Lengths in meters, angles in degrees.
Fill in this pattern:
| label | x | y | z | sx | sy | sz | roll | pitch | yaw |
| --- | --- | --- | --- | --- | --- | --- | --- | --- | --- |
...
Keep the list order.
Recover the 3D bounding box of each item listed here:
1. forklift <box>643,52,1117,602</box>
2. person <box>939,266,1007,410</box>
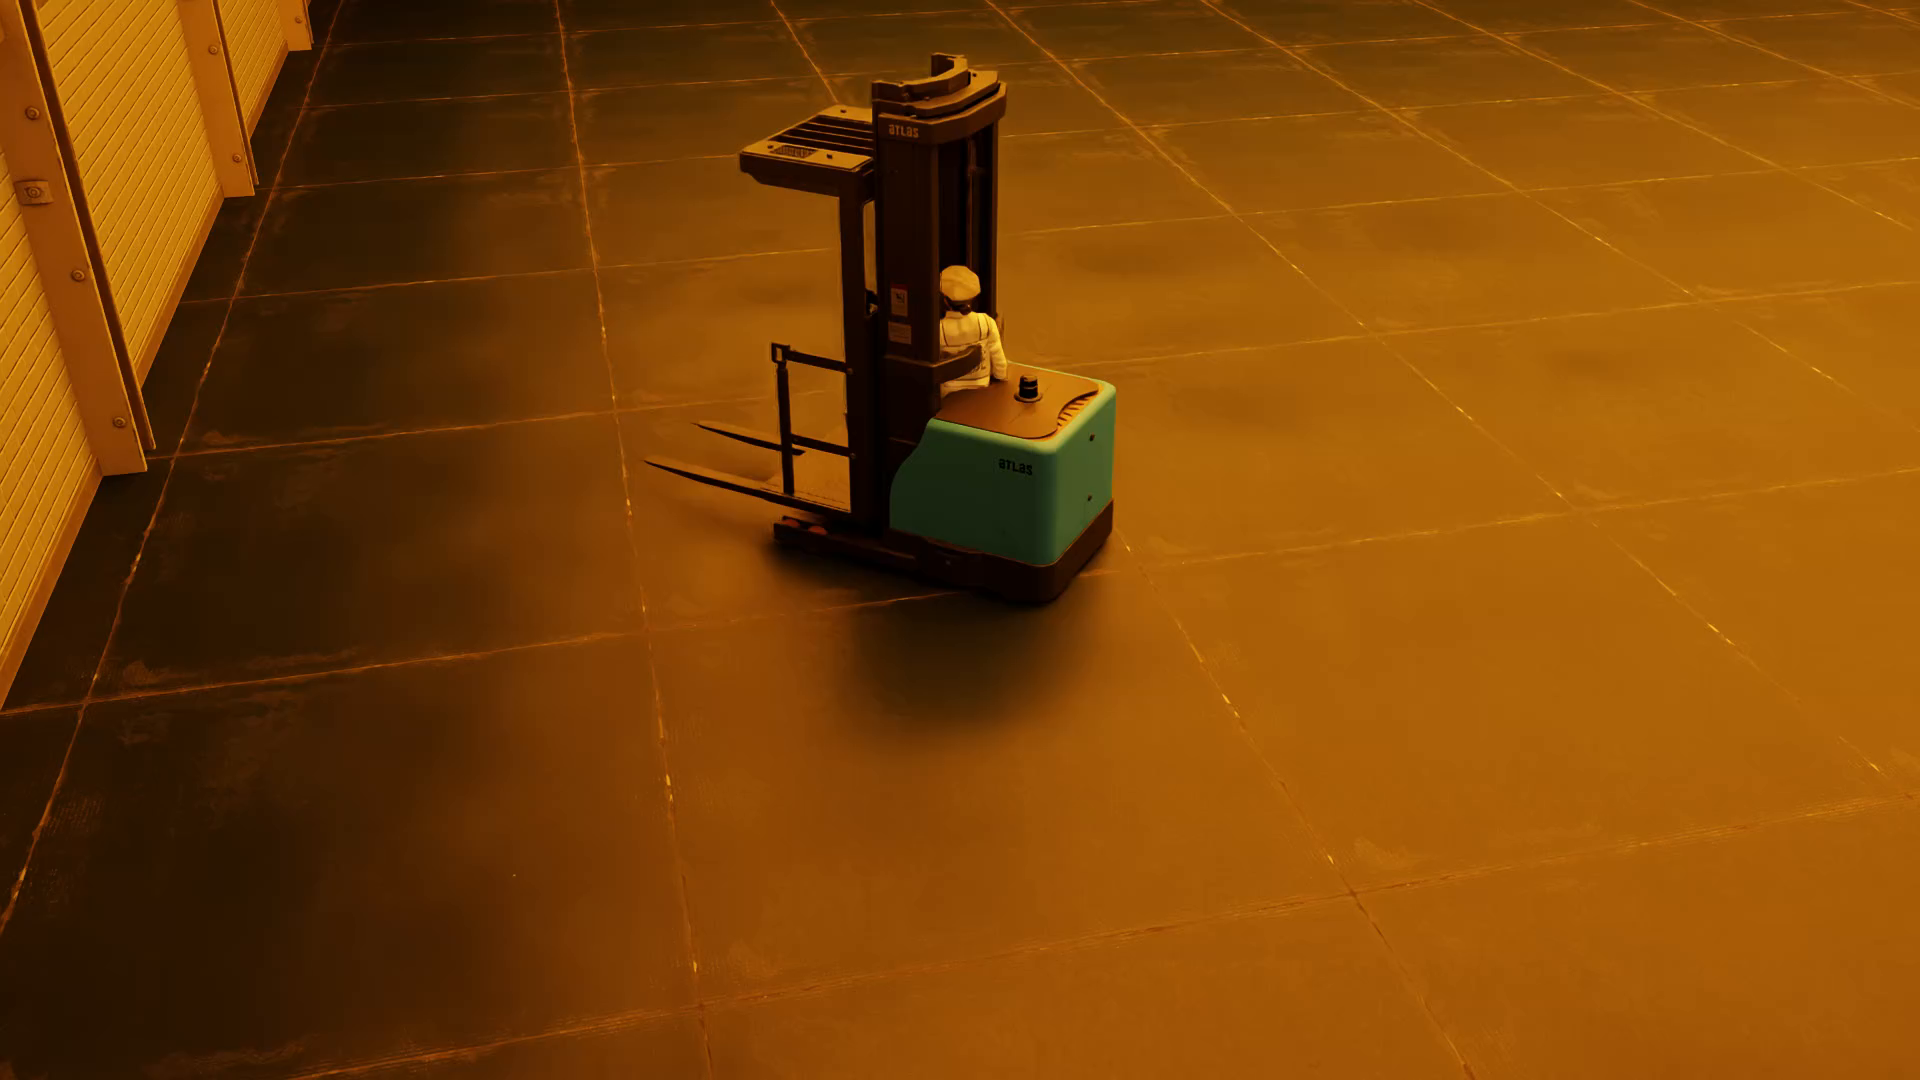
| label | x | y | z | sx | sy | sz | roll | pitch | yaw |
| --- | --- | --- | --- | --- | --- | --- | --- | --- | --- |
| forklift | -0.594 | -1.407 | 10.006 | 3.031 | 2.935 | 1.130 | 14 | 33 | 23 |
| person | -0.007 | -0.894 | 10.056 | 0.590 | 1.676 | 0.549 | -7 | 31 | -12 |
